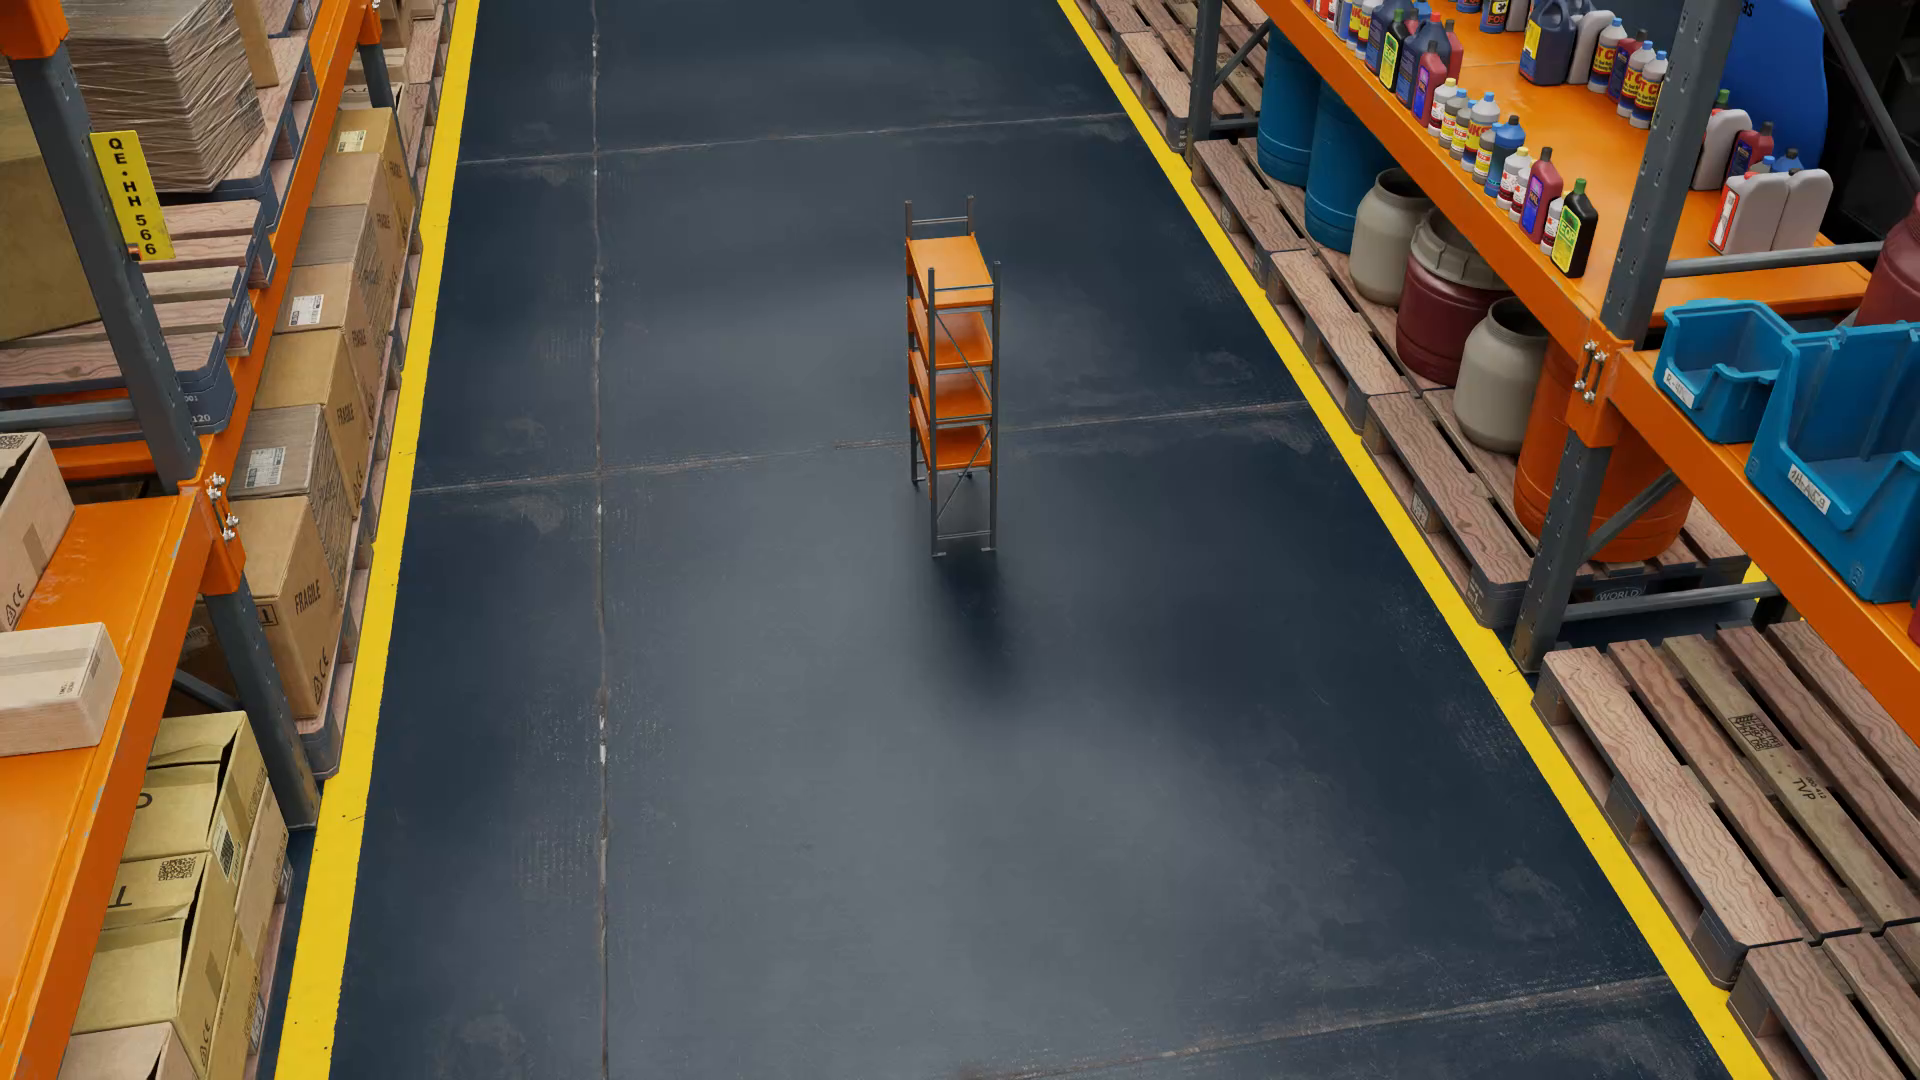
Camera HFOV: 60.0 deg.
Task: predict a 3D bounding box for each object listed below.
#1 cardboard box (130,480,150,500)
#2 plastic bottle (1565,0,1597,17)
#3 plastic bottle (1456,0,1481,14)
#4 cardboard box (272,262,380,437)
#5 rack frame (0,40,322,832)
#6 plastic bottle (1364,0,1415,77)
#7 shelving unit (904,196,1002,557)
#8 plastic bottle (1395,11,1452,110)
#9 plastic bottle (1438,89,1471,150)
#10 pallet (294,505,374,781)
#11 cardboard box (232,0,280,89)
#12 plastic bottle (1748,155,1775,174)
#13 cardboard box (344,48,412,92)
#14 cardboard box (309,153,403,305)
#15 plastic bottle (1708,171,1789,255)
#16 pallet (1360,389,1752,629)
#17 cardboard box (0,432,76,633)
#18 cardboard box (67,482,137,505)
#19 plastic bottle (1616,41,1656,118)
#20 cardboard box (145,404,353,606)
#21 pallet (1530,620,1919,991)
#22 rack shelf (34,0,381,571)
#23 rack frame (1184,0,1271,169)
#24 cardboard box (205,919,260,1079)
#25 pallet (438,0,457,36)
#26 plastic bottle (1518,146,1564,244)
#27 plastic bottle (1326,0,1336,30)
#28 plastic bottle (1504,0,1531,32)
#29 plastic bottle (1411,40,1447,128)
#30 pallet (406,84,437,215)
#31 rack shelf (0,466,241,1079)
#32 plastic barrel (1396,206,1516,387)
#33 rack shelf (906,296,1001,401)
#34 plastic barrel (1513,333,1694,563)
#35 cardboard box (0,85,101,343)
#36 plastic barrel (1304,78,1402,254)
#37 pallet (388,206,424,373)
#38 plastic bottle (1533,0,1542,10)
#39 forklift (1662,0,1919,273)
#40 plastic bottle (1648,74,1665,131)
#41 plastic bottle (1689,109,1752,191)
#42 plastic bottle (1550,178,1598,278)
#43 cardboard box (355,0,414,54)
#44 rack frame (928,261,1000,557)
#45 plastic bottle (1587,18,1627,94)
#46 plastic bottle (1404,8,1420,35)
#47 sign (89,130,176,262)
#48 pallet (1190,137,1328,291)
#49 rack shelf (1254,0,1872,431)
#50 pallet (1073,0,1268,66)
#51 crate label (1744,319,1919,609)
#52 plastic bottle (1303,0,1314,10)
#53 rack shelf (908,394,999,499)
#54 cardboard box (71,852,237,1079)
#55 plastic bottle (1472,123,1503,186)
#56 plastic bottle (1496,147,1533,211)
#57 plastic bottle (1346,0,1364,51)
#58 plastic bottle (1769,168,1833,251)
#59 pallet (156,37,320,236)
[{"bbox_3d":[-2.875,-0.009,5.495,0.500,0.500,0.500,-5,38,-6],"label":"cardboard box"},{"bbox_3d":[2.373,-2.024,6.451,0.144,0.351,0.185,-6,38,-8],"label":"plastic bottle"},{"bbox_3d":[2.140,-2.344,6.927,0.097,0.271,0.097,0,38,0],"label":"plastic bottle"},{"bbox_3d":[-2.555,-0.709,6.396,0.500,0.500,0.500,-7,38,-9],"label":"cardboard box"},{"bbox_3d":[-2.480,-0.283,4.169,1.000,3.000,0.127,-6,38,-8],"label":"rack frame"},{"bbox_3d":[1.664,-1.975,6.388,0.144,0.351,0.185,-6,38,-8],"label":"plastic bottle"},{"bbox_3d":[-0.029,-0.574,6.011,0.258,1.200,0.503,-6,38,-8],"label":"shelving unit"},{"bbox_3d":[1.719,-1.783,6.140,0.144,0.351,0.185,-6,38,-8],"label":"plastic bottle"},{"bbox_3d":[1.762,-1.497,5.894,0.097,0.201,0.097,0,38,0],"label":"plastic bottle"},{"bbox_3d":[-2.573,0.364,5.610,1.003,0.211,1.213,-6,38,-8],"label":"pallet"},{"bbox_3d":[-2.810,-1.843,5.754,0.700,0.500,0.500,-16,41,-19],"label":"cardboard box"},{"bbox_3d":[2.630,-1.162,5.463,0.097,0.201,0.097,0,38,0],"label":"plastic bottle"},{"bbox_3d":[-3.203,-2.552,9.040,0.380,0.166,0.250,-6,38,-8],"label":"cardboard box"},{"bbox_3d":[-2.734,-1.318,7.181,0.500,0.500,0.500,-6,38,-8],"label":"cardboard box"},{"bbox_3d":[2.490,-1.044,5.250,0.152,0.276,0.135,-6,38,-8],"label":"plastic bottle"},{"bbox_3d":[2.218,-0.184,6.314,1.003,0.211,1.213,-6,38,-8],"label":"pallet"},{"bbox_3d":[-2.459,-0.023,3.907,0.500,0.311,0.500,-4,38,-5],"label":"cardboard box"},{"bbox_3d":[-2.889,-0.338,5.308,0.500,0.250,0.500,-5,38,-6],"label":"cardboard box"},{"bbox_3d":[2.485,-1.690,6.085,0.097,0.271,0.097,0,38,0],"label":"plastic bottle"},{"bbox_3d":[-2.375,-0.090,5.600,0.500,0.500,0.500,-8,38,-10],"label":"cardboard box"},{"bbox_3d":[2.495,0.760,5.099,1.003,0.211,1.213,-6,38,-8],"label":"pallet"},{"bbox_3d":[-2.830,-1.206,5.944,1.077,0.370,4.000,-6,38,-8],"label":"rack shelf"},{"bbox_3d":[1.696,-3.229,7.961,1.000,3.000,0.127,-6,38,-8],"label":"rack frame"},{"bbox_3d":[-2.053,1.240,4.108,0.500,0.250,0.500,-7,38,-8],"label":"cardboard box"},{"bbox_3d":[-3.728,-3.486,10.565,1.003,0.211,1.213,-6,38,-8],"label":"pallet"},{"bbox_3d":[1.866,-1.105,5.322,0.061,0.283,0.133,-6,38,-8],"label":"plastic bottle"},{"bbox_3d":[1.558,-2.198,6.796,0.097,0.201,0.097,0,38,0],"label":"plastic bottle"},{"bbox_3d":[2.300,-2.230,6.777,0.152,0.276,0.135,-6,38,-8],"label":"plastic bottle"},{"bbox_3d":[1.706,-1.656,6.031,0.061,0.283,0.133,-6,38,-8],"label":"plastic bottle"},{"bbox_3d":[-3.300,-2.012,8.668,1.003,0.211,1.213,-6,38,-8],"label":"pallet"},{"bbox_3d":[-2.129,1.210,2.834,1.077,0.370,4.000,-6,38,-8],"label":"rack shelf"},{"bbox_3d":[2.097,-1.002,6.719,0.600,0.588,0.708,-6,38,-8],"label":"plastic barrel"},{"bbox_3d":[-0.029,-0.697,5.915,0.258,0.148,0.480,-6,38,-8],"label":"rack shelf"},{"bbox_3d":[2.295,-0.416,5.766,0.600,0.830,0.708,-6,38,-8],"label":"plastic barrel"},{"bbox_3d":[-2.701,-0.856,4.483,0.700,0.500,0.500,-19,42,-23],"label":"cardboard box"},{"bbox_3d":[1.899,-1.808,7.500,0.600,0.901,0.708,-6,38,-8],"label":"plastic barrel"},{"bbox_3d":[-3.001,-1.110,7.507,1.003,0.211,1.213,-6,38,-8],"label":"pallet"},{"bbox_3d":[2.311,-2.074,6.580,0.097,0.271,0.097,0,38,0],"label":"plastic bottle"},{"bbox_3d":[4.520,-2.556,7.151,1.130,2.935,3.031,-8,39,-10],"label":"forklift"},{"bbox_3d":[2.540,-1.568,5.918,0.061,0.283,0.133,-6,38,-8],"label":"plastic bottle"},{"bbox_3d":[2.559,-1.340,5.630,0.152,0.276,0.135,-6,38,-8],"label":"plastic bottle"},{"bbox_3d":[1.907,-0.965,5.143,0.061,0.283,0.133,-6,38,-8],"label":"plastic bottle"},{"bbox_3d":[-3.515,-3.021,9.369,0.797,0.503,0.637,-6,38,-8],"label":"cardboard box"},{"bbox_3d":[0.014,-0.426,5.821,0.240,1.200,0.015,-6,38,-8],"label":"rack frame"},{"bbox_3d":[2.444,-1.829,6.264,0.097,0.271,0.097,0,38,0],"label":"plastic bottle"},{"bbox_3d":[1.710,-1.855,6.287,0.061,0.283,0.133,-6,38,-8],"label":"plastic bottle"},{"bbox_3d":[-1.934,-0.801,3.893,0.100,0.325,0.005,-6,38,-8],"label":"sign"},{"bbox_3d":[1.791,-1.657,8.211,1.003,0.211,1.213,-6,38,-8],"label":"pallet"},{"bbox_3d":[2.047,-1.737,6.627,1.077,0.370,4.000,-6,38,-8],"label":"rack shelf"},{"bbox_3d":[1.312,-3.306,10.334,1.003,0.211,1.213,-6,38,-8],"label":"pallet"},{"bbox_3d":[2.305,-0.198,4.031,0.502,0.435,0.616,-6,38,-8],"label":"crate label"},{"bbox_3d":[1.496,-2.379,6.963,0.061,0.283,0.133,-6,38,-8],"label":"plastic bottle"},{"bbox_3d":[-0.029,-0.364,6.174,0.258,0.148,0.480,-6,38,-8],"label":"rack shelf"},{"bbox_3d":[-2.048,1.019,3.935,0.500,0.311,0.500,-7,38,-9],"label":"cardboard box"},{"bbox_3d":[1.813,-1.320,5.667,0.097,0.201,0.097,0,38,0],"label":"plastic bottle"},{"bbox_3d":[1.847,-1.203,5.515,0.097,0.201,0.097,0,38,0],"label":"plastic bottle"},{"bbox_3d":[1.599,-2.085,6.594,0.097,0.271,0.097,0,38,0],"label":"plastic bottle"},{"bbox_3d":[2.640,-1.060,5.271,0.152,0.276,0.135,-6,38,-8],"label":"plastic bottle"},{"bbox_3d":[-2.825,-1.381,5.739,1.003,0.211,1.213,-6,38,-8],"label":"pallet"}]
